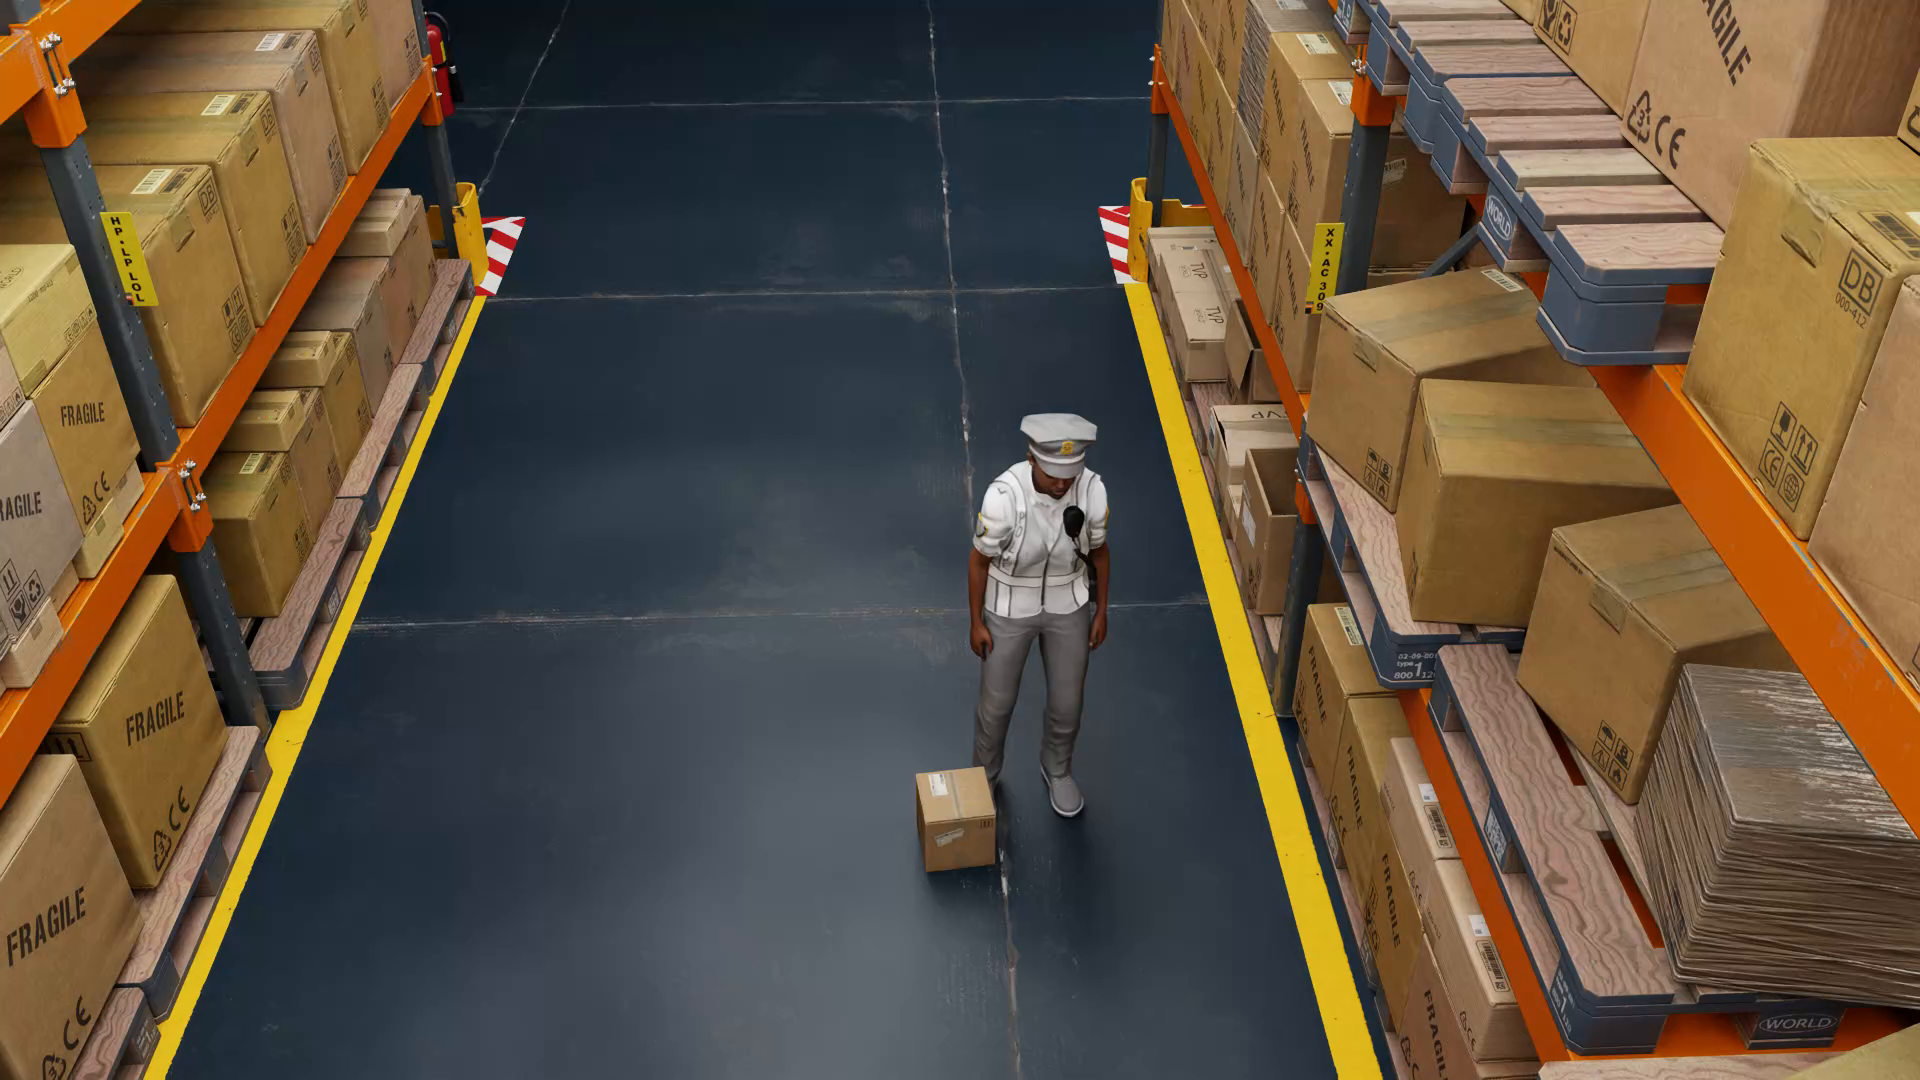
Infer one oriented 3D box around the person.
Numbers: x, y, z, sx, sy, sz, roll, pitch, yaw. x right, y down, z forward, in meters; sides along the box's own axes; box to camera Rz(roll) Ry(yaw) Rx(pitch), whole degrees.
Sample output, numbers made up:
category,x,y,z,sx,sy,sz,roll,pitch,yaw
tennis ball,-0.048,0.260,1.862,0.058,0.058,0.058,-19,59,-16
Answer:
category,x,y,z,sx,sy,sz,roll,pitch,yaw
person,0.260,0.265,5.774,0.530,1.658,0.397,-5,36,-7
